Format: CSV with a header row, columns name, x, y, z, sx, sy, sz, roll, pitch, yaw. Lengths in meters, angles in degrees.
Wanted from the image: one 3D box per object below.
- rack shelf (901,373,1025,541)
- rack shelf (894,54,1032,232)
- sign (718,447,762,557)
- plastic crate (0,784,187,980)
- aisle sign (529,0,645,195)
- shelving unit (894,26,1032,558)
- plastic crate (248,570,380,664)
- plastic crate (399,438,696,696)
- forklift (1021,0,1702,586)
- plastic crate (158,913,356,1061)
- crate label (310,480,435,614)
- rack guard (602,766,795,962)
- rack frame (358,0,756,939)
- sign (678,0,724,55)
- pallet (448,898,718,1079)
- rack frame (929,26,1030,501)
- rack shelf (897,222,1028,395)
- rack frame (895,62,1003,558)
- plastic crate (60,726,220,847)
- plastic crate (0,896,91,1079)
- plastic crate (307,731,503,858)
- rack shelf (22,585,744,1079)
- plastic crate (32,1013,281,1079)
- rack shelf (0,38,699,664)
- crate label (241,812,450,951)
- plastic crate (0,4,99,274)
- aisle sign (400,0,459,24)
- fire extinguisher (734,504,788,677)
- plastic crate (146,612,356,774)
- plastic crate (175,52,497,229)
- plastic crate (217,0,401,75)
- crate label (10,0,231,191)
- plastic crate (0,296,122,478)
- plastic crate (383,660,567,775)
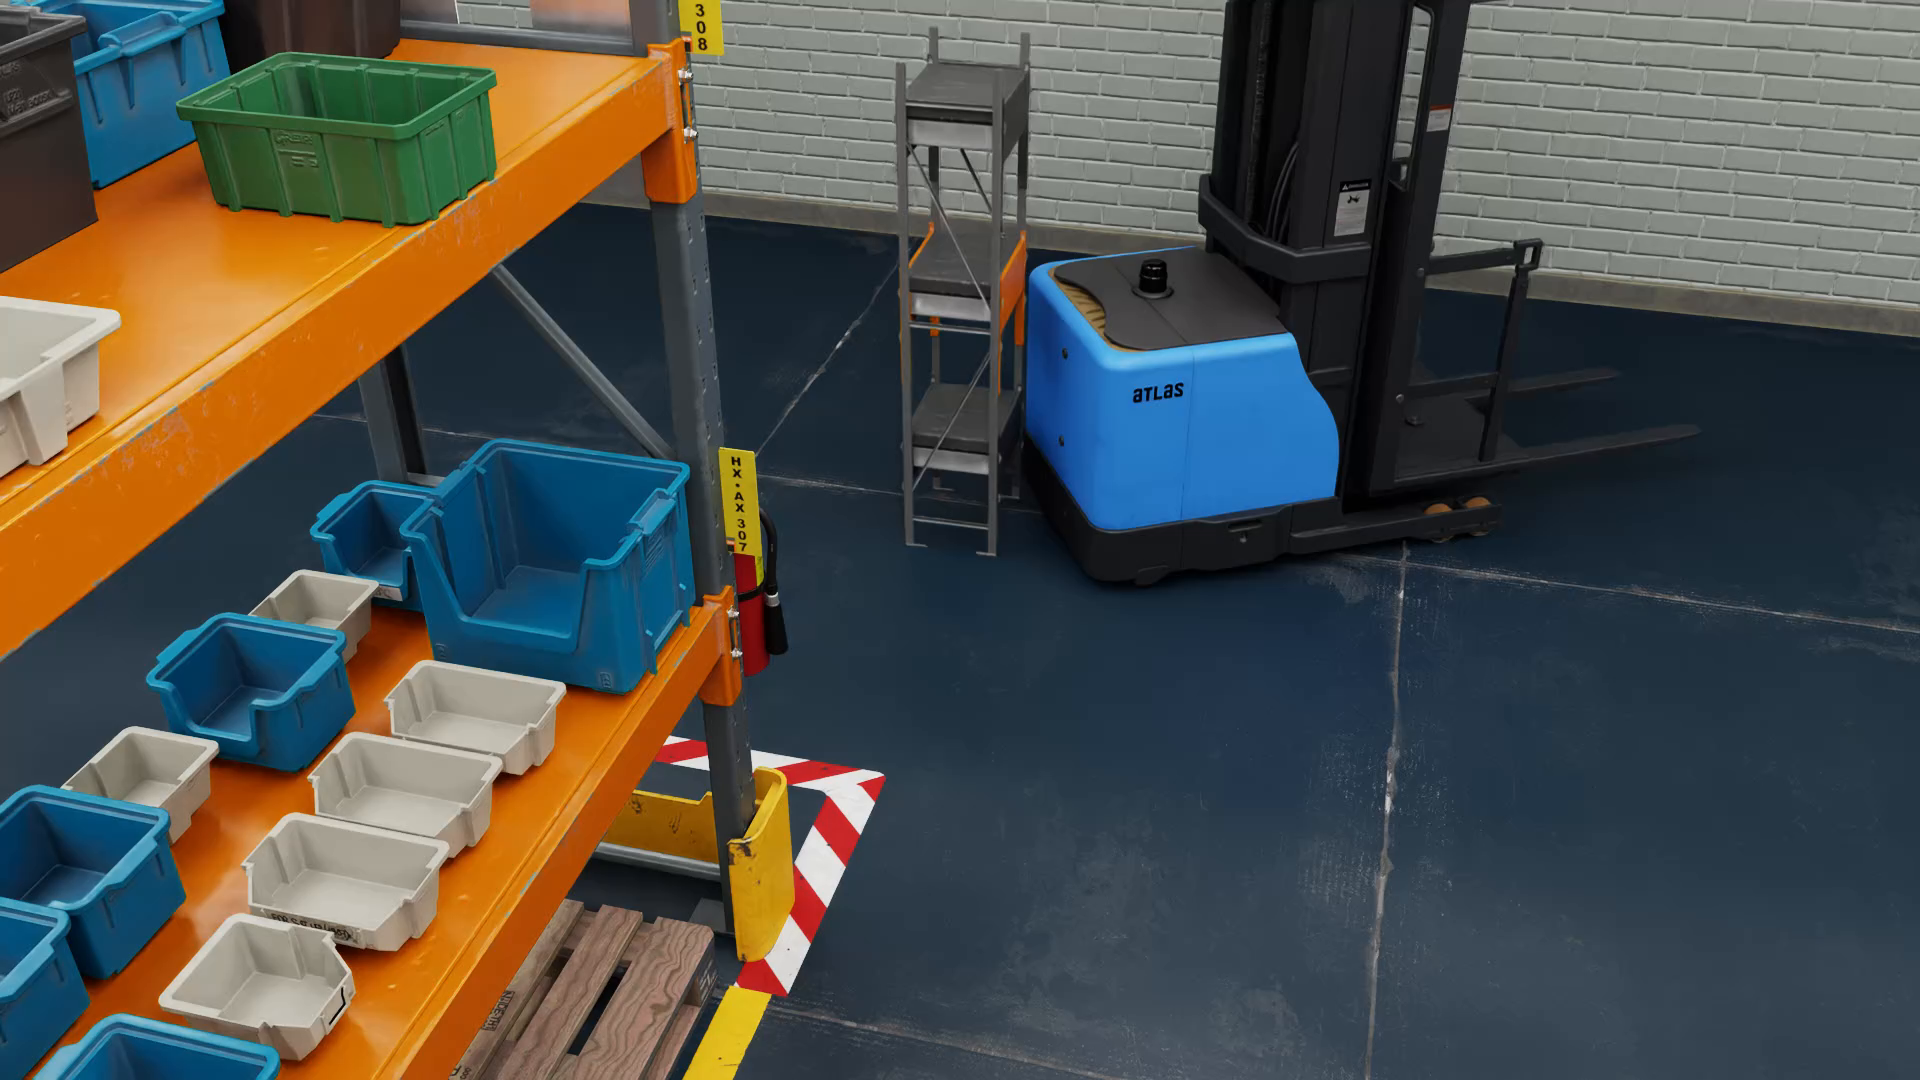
name,x,y,z,sx,sy,sz,roll,pitch,yaw
rack shelf,0.017,-0.363,7.194,0.431,0.518,0.480,7,33,11
rack shelf,0.017,-1.544,6.443,0.431,0.518,0.480,7,33,11
sign,-0.588,-0.100,4.459,0.100,0.325,0.005,8,33,12
plastic crate,-1.840,0.715,3.430,0.416,0.233,0.300,8,33,12
aisle sign,-0.823,-1.192,3.906,0.394,0.787,0.004,8,33,12
shelving unit,0.017,-0.965,6.811,0.431,2.100,0.503,7,33,11
plastic crate,-1.667,0.227,4.287,0.250,0.136,0.298,8,33,12
plastic crate,-1.029,0.062,4.268,0.616,0.435,0.499,8,33,12
forklift,1.856,-1.488,6.859,3.031,2.935,1.130,-9,34,-14
plastic crate,-1.348,0.889,3.246,0.298,0.136,0.250,8,33,12
crate label,-1.506,0.031,4.505,0.416,0.233,0.303,8,33,12
rack guard,-1.131,0.943,5.300,1.175,0.500,0.348,8,33,12
rack frame,-1.125,-0.097,4.607,1.000,3.000,0.127,8,33,12
sign,-0.588,-1.252,3.726,0.100,0.325,0.005,8,33,12
pallet,-1.372,1.502,4.690,1.003,0.211,1.213,8,33,12
rack frame,0.074,-1.092,7.011,0.400,2.100,0.015,7,33,11
rack shelf,0.017,-0.954,6.818,0.431,0.518,0.480,7,33,11
rack frame,-0.040,-0.838,6.611,0.400,2.100,0.015,7,33,11
plastic crate,-1.839,0.579,3.733,0.250,0.136,0.298,8,33,12
plastic crate,-1.916,0.870,3.185,0.416,0.233,0.300,8,33,12
plastic crate,-1.244,0.585,3.724,0.396,0.136,0.243,8,33,12
rack shelf,-1.632,1.244,3.167,1.077,0.370,4.000,8,33,12
plastic crate,-1.398,1.049,2.905,0.416,0.233,0.300,8,33,12
rack shelf,-1.632,-0.022,2.363,1.077,0.370,4.000,8,33,12
crate label,-1.291,0.733,3.491,0.396,0.136,0.243,8,33,12
plastic crate,-1.778,-0.582,2.631,0.504,0.338,0.767,8,33,12
aisle sign,-1.394,-1.272,4.032,0.394,0.787,0.004,8,33,12
fire extinguisher,-0.647,0.076,4.754,0.296,0.674,0.183,8,33,12
plastic crate,-1.673,0.373,3.967,0.416,0.233,0.300,8,33,12
plastic crate,-1.099,-0.723,2.993,0.450,0.188,0.336,8,33,12
plastic crate,-1.492,-1.146,3.583,0.497,0.269,0.590,8,33,12
crate label,-1.671,-0.866,3.158,0.408,0.251,0.502,8,33,12
plastic crate,-1.409,-0.146,2.133,0.437,0.136,0.530,8,33,12
plastic crate,-1.157,0.437,3.957,0.396,0.136,0.243,8,33,12
